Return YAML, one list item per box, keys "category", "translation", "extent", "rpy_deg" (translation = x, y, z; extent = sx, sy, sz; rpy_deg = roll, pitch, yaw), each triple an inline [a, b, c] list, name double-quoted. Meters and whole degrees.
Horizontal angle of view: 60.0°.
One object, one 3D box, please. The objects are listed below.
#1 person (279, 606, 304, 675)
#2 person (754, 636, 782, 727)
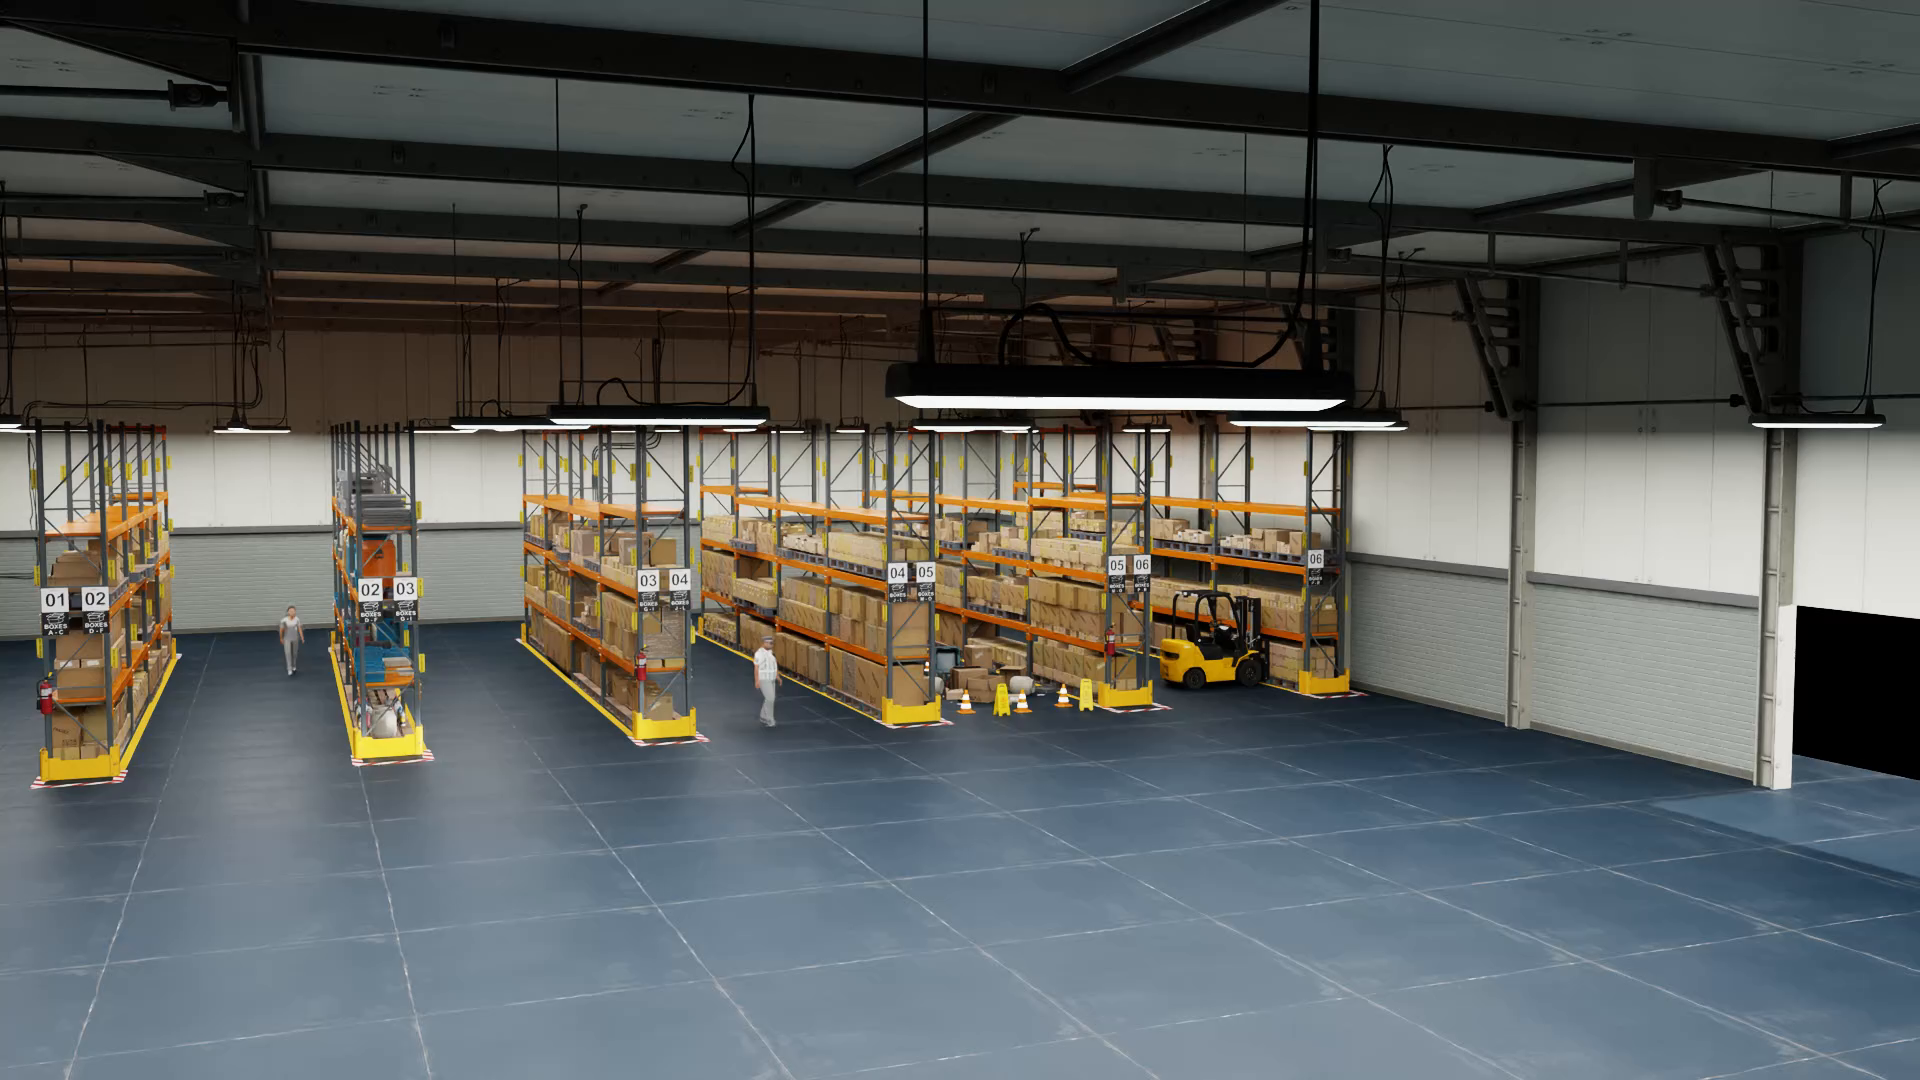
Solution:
- category: "person"
  translation: [-16.078, 2.400, 40.003]
  extent: [0.549, 1.609, 1.039]
  rpy_deg: [-2, 4, -25]
- category: "person"
  translation: [-3.782, 2.823, 32.997]
  extent: [0.534, 1.828, 0.564]
  rpy_deg: [1, 4, 22]
